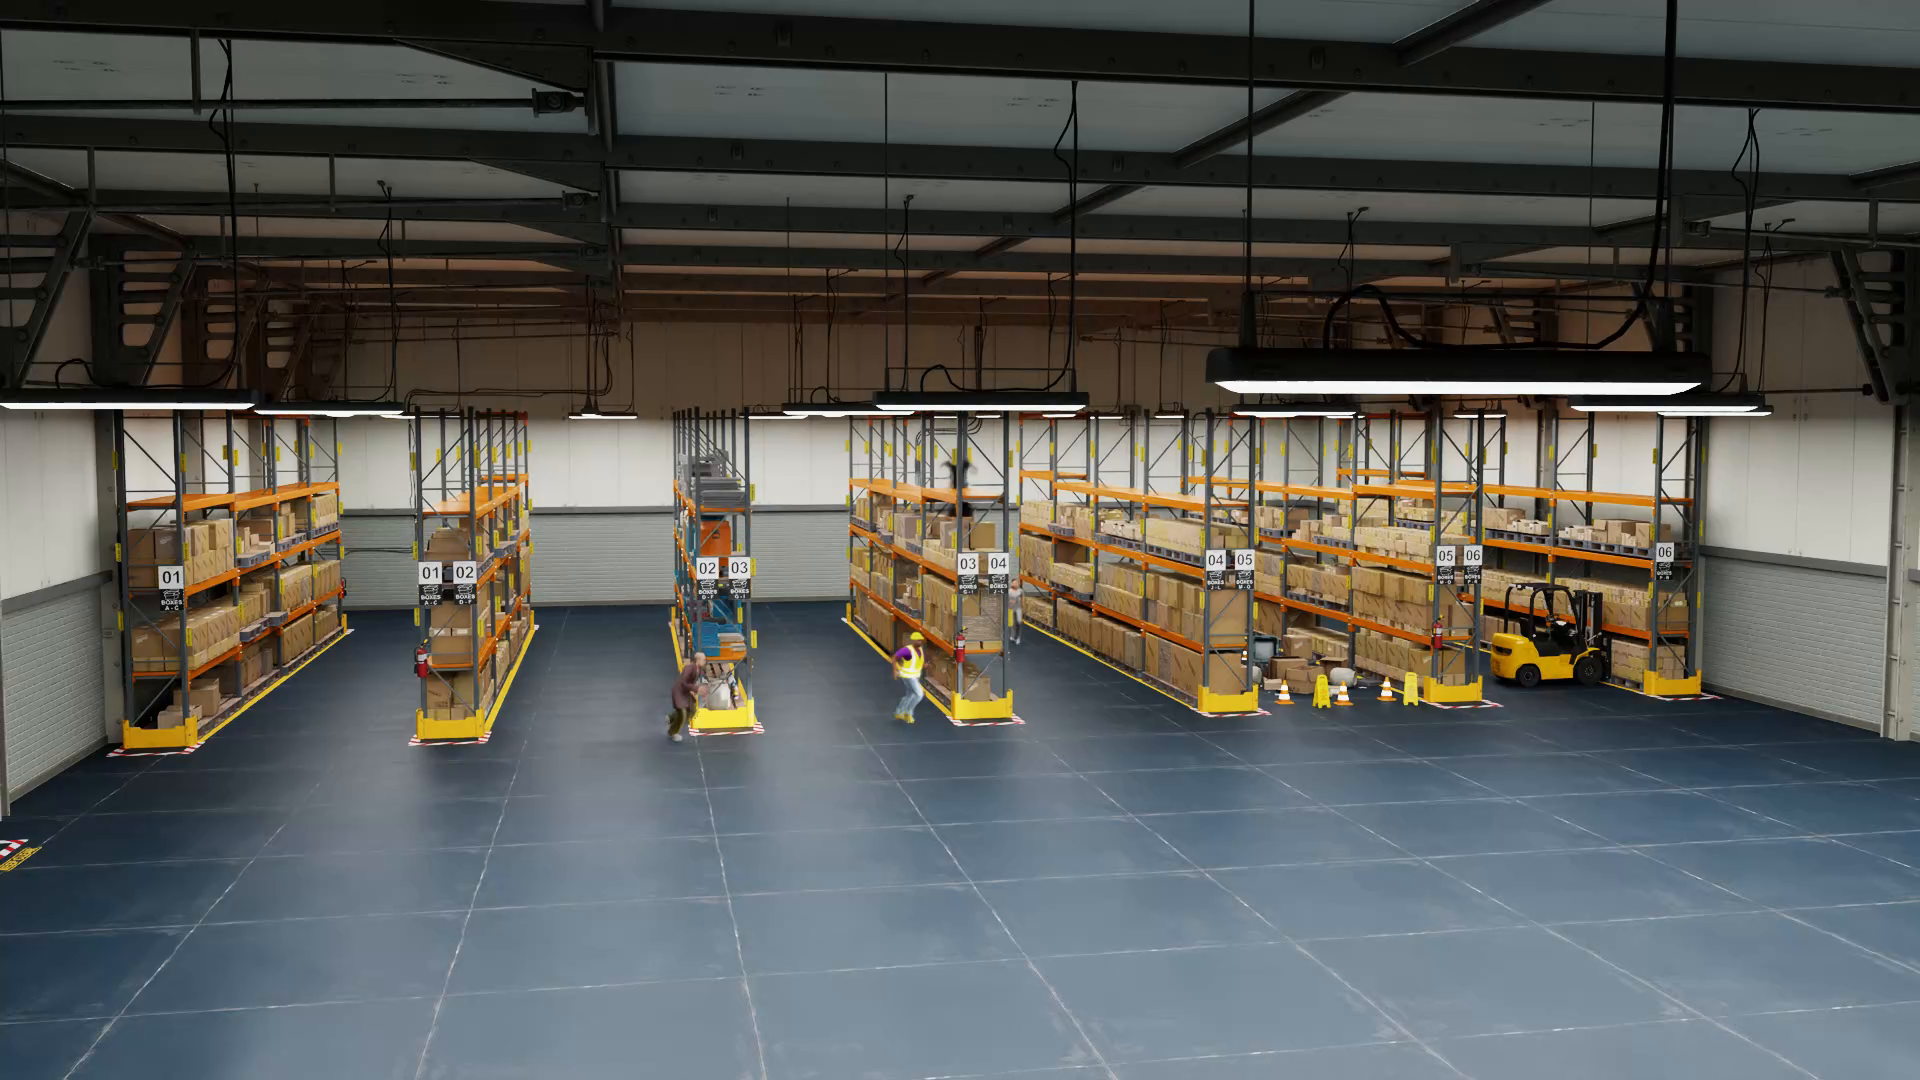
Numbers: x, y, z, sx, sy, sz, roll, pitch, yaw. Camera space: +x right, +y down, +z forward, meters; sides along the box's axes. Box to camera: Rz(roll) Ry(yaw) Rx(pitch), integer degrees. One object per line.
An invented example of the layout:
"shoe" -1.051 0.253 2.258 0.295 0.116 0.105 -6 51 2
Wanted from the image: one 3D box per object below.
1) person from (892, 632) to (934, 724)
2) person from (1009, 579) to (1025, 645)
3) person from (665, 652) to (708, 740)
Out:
"person" -0.902 2.629 31.546 0.846 1.772 0.679 2 5 29
"person" 1.425 1.843 42.884 0.532 1.714 0.818 0 4 -6
"person" -4.901 2.803 29.958 0.870 1.593 0.736 1 4 14
